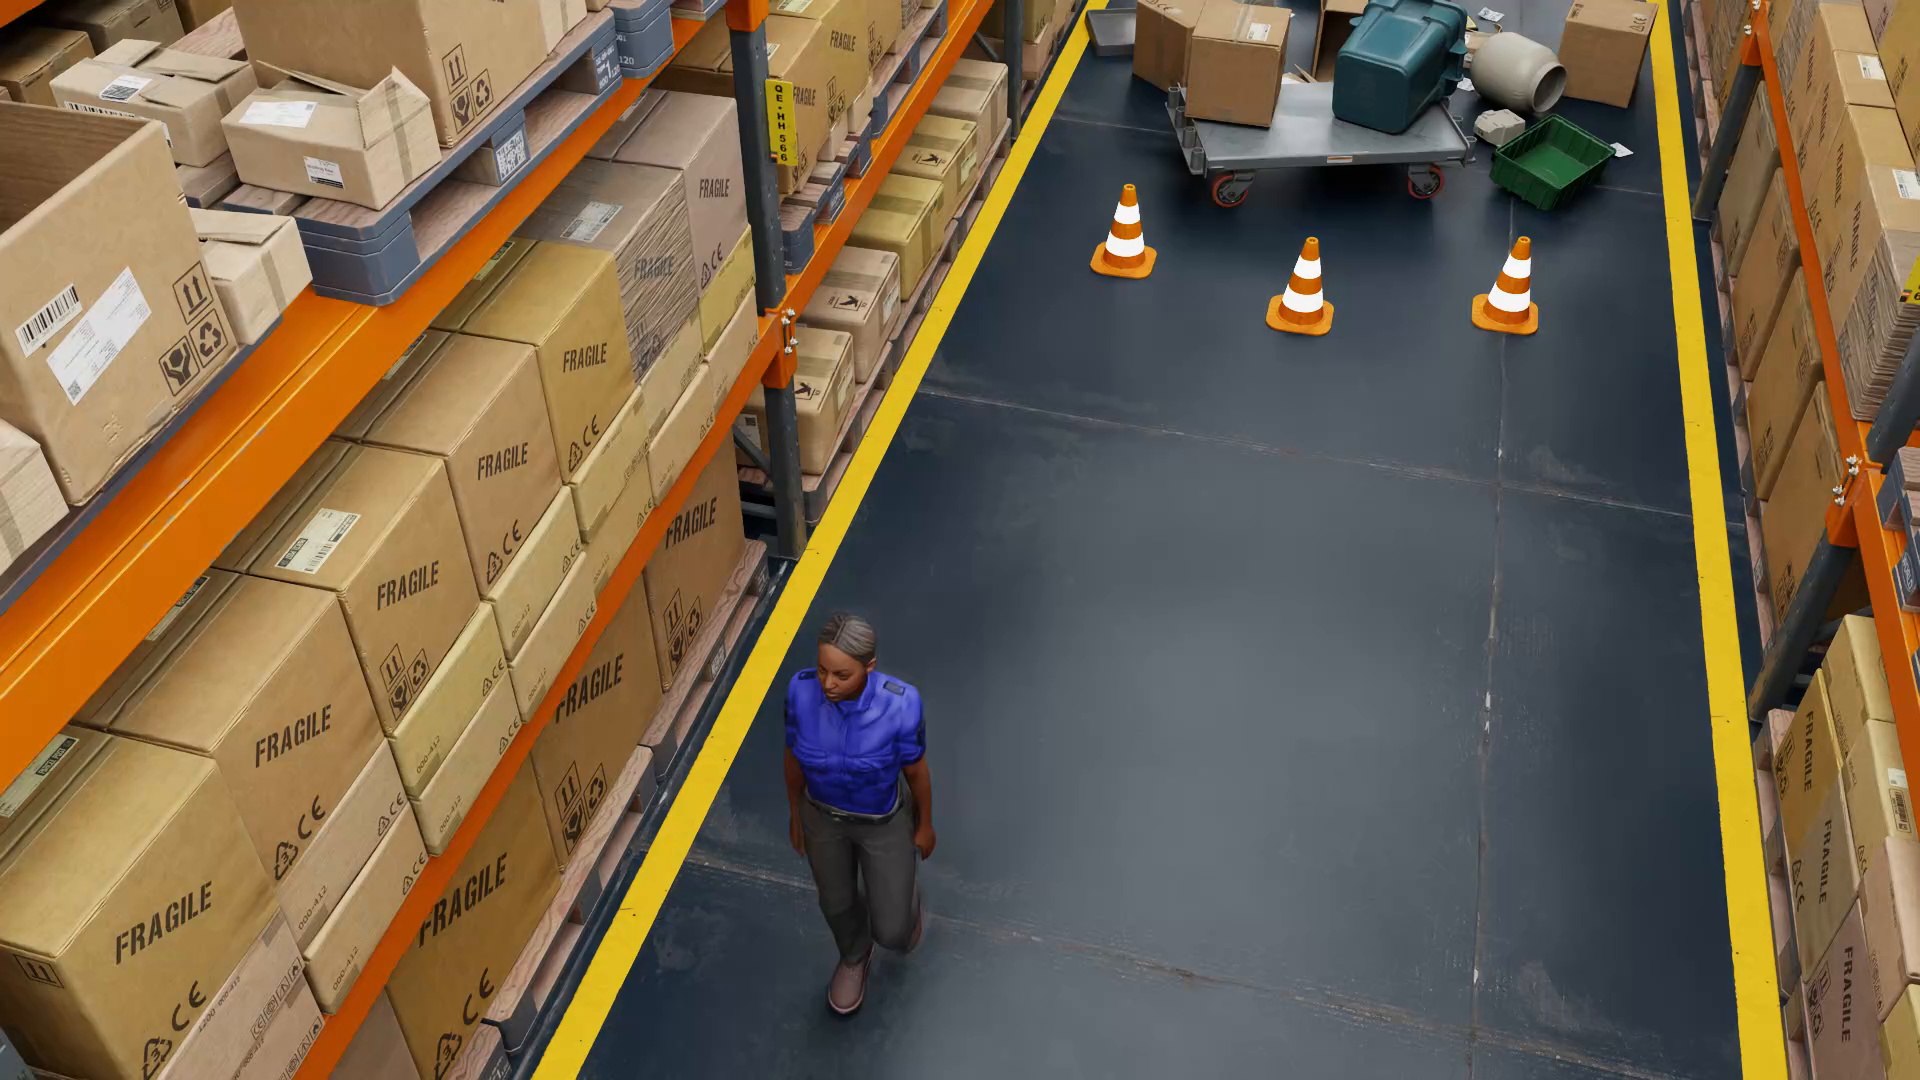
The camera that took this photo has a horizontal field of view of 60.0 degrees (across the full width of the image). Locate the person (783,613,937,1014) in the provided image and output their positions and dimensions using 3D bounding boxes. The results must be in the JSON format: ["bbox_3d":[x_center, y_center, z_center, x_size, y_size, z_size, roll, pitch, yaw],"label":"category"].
[{"bbox_3d":[-0.308,0.853,5.161,0.472,1.637,0.472,10,42,12],"label":"person"}]
